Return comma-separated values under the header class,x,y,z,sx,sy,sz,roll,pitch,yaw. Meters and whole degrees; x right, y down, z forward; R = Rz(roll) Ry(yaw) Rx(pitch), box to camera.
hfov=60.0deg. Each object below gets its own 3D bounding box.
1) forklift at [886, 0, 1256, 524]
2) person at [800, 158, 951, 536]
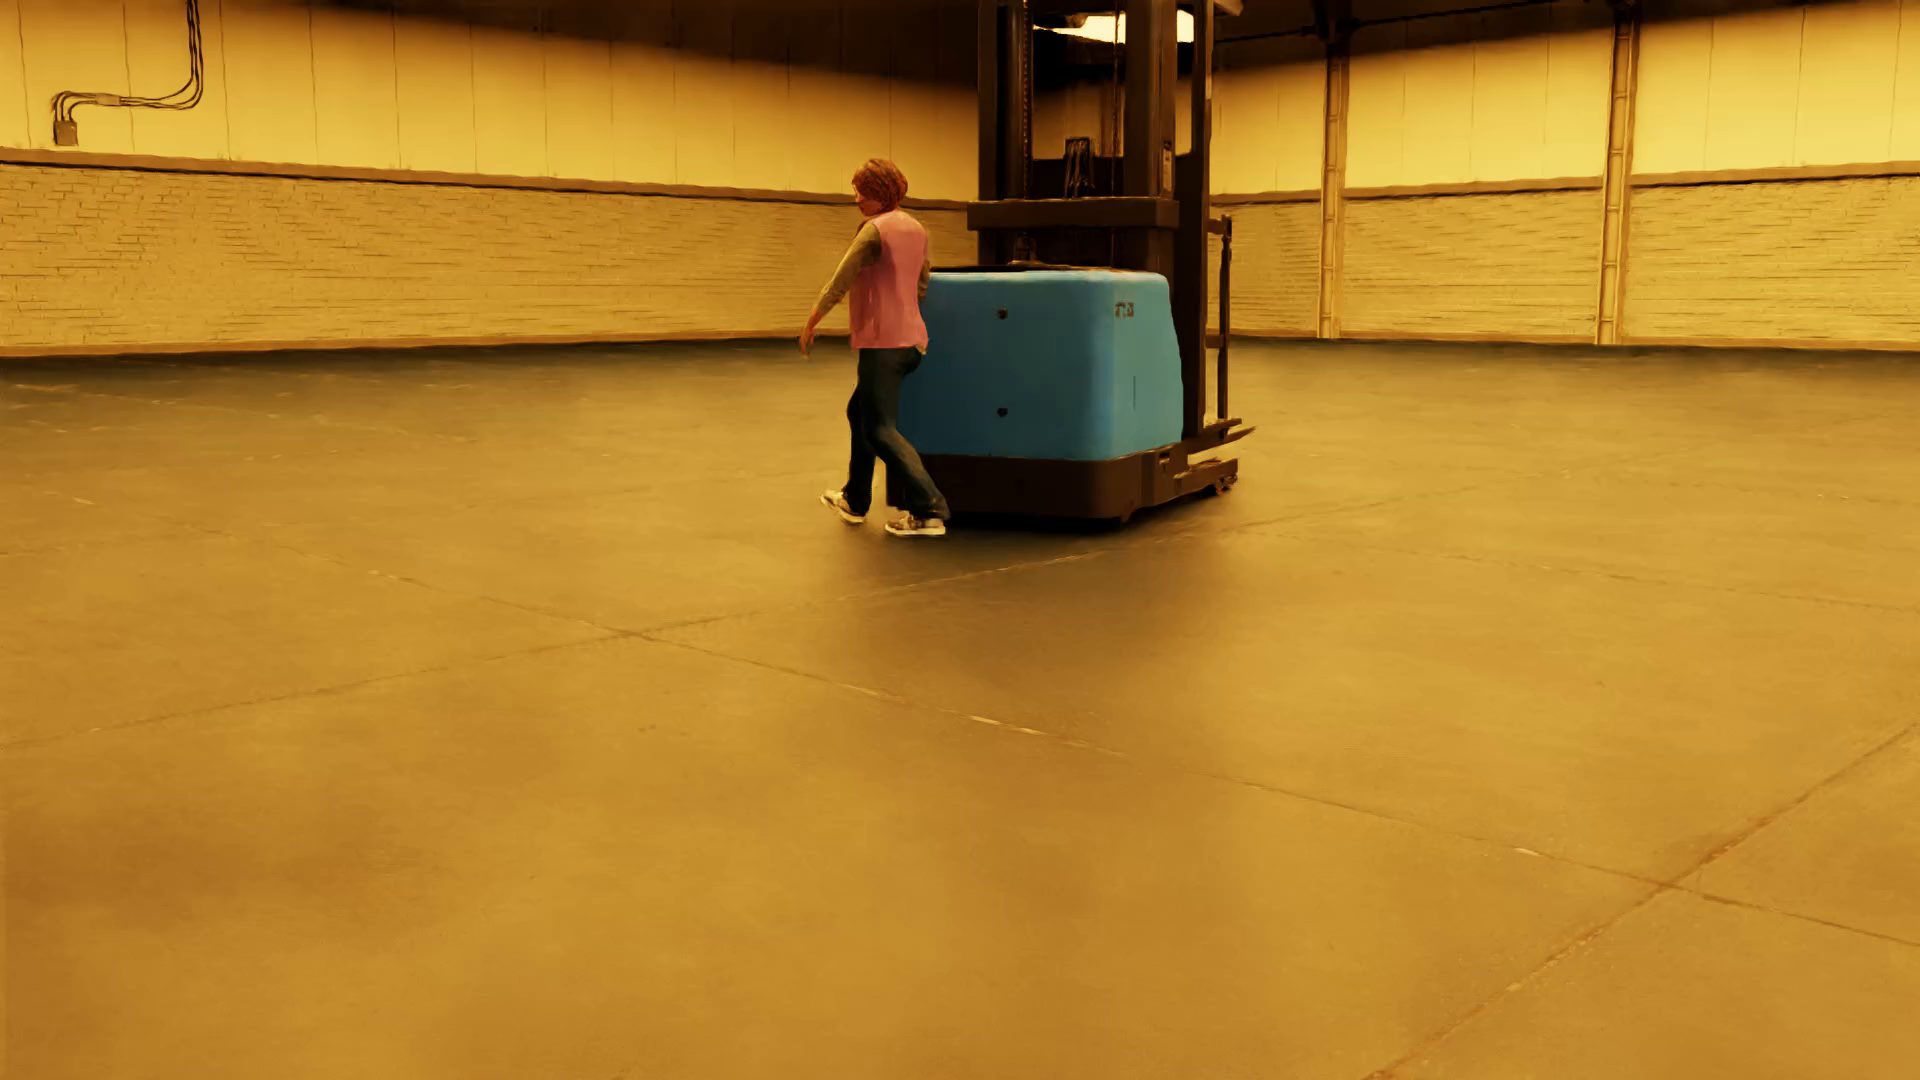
class,x,y,z,sx,sy,sz,roll,pitch,yaw
forklift,0.755,-1.697,8.142,1.130,2.935,3.031,4,9,25
person,-0.330,-0.804,6.944,0.777,1.525,0.553,4,9,25
